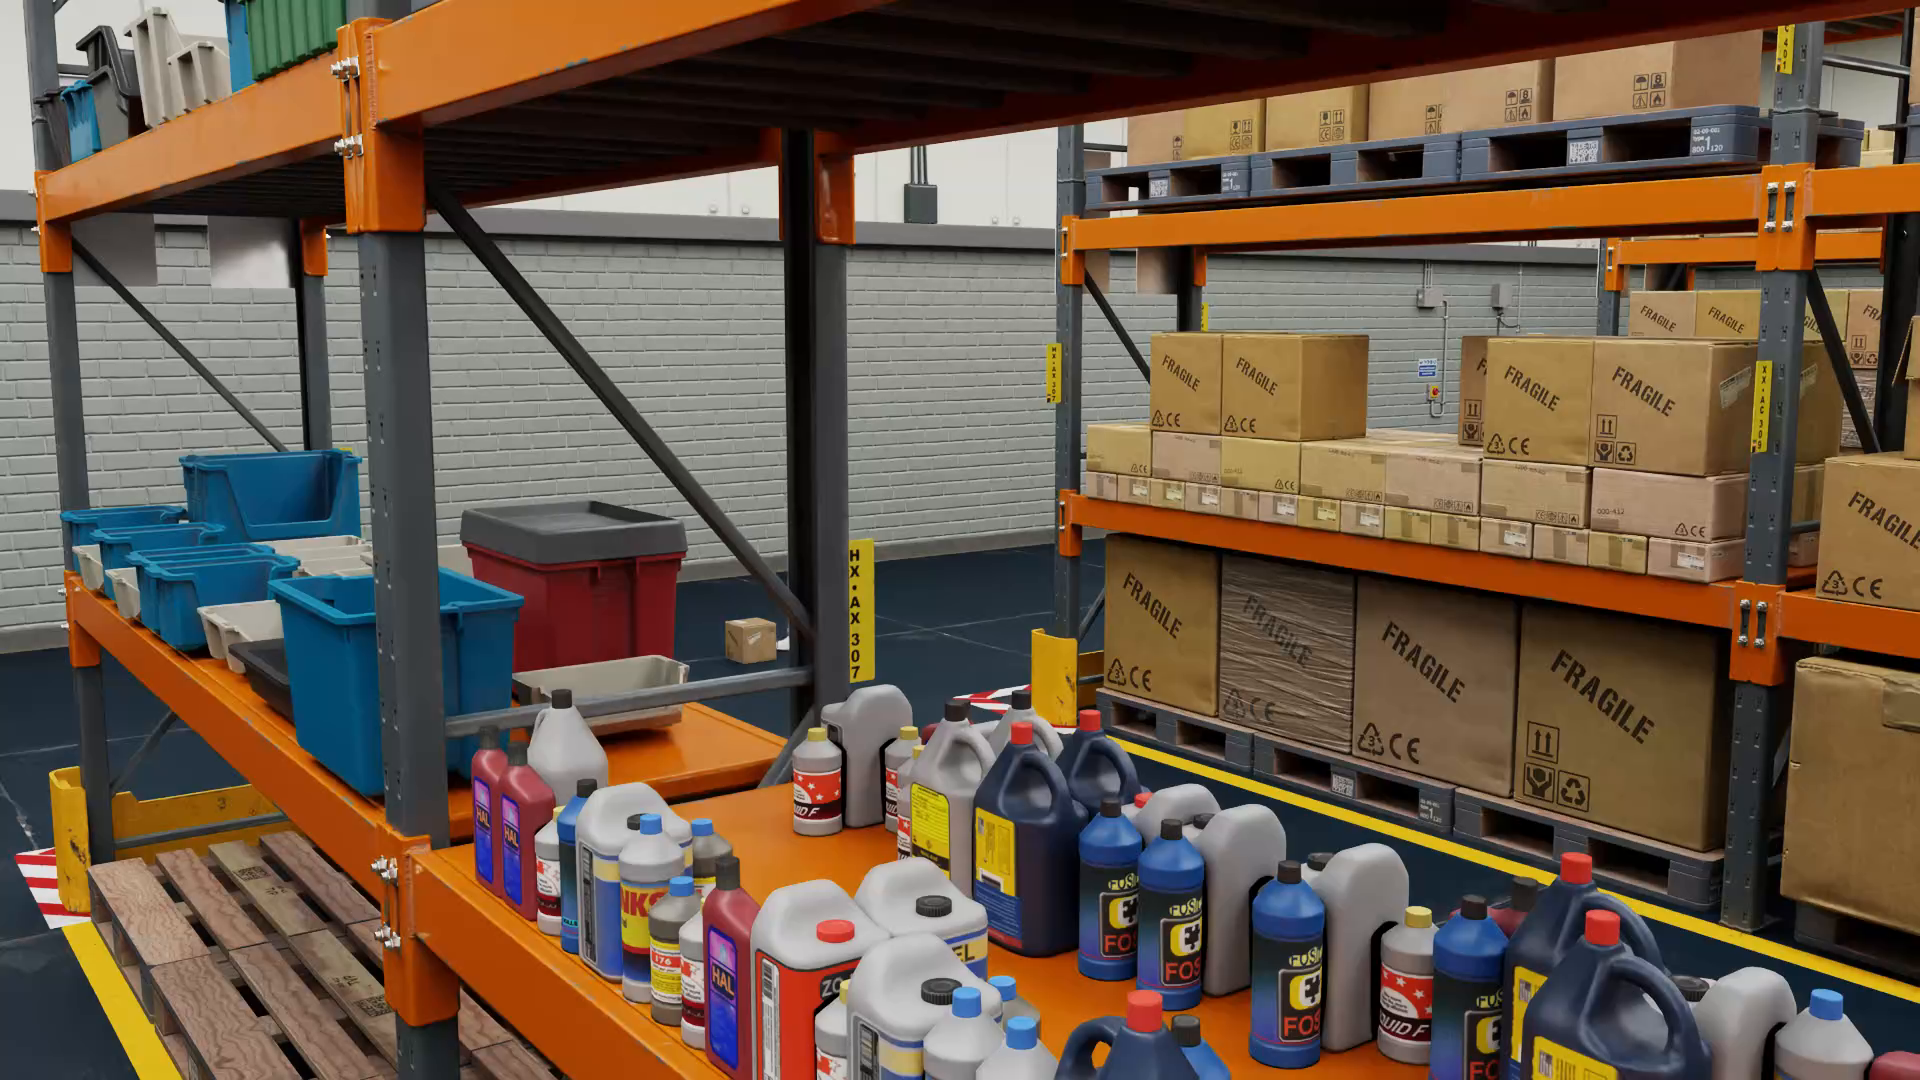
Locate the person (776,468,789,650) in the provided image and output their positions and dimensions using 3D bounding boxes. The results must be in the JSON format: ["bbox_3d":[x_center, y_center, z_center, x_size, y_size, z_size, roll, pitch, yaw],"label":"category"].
[{"bbox_3d":[-1.023,-0.070,11.304,0.399,1.680,0.437,-6,10,-35],"label":"person"}]
